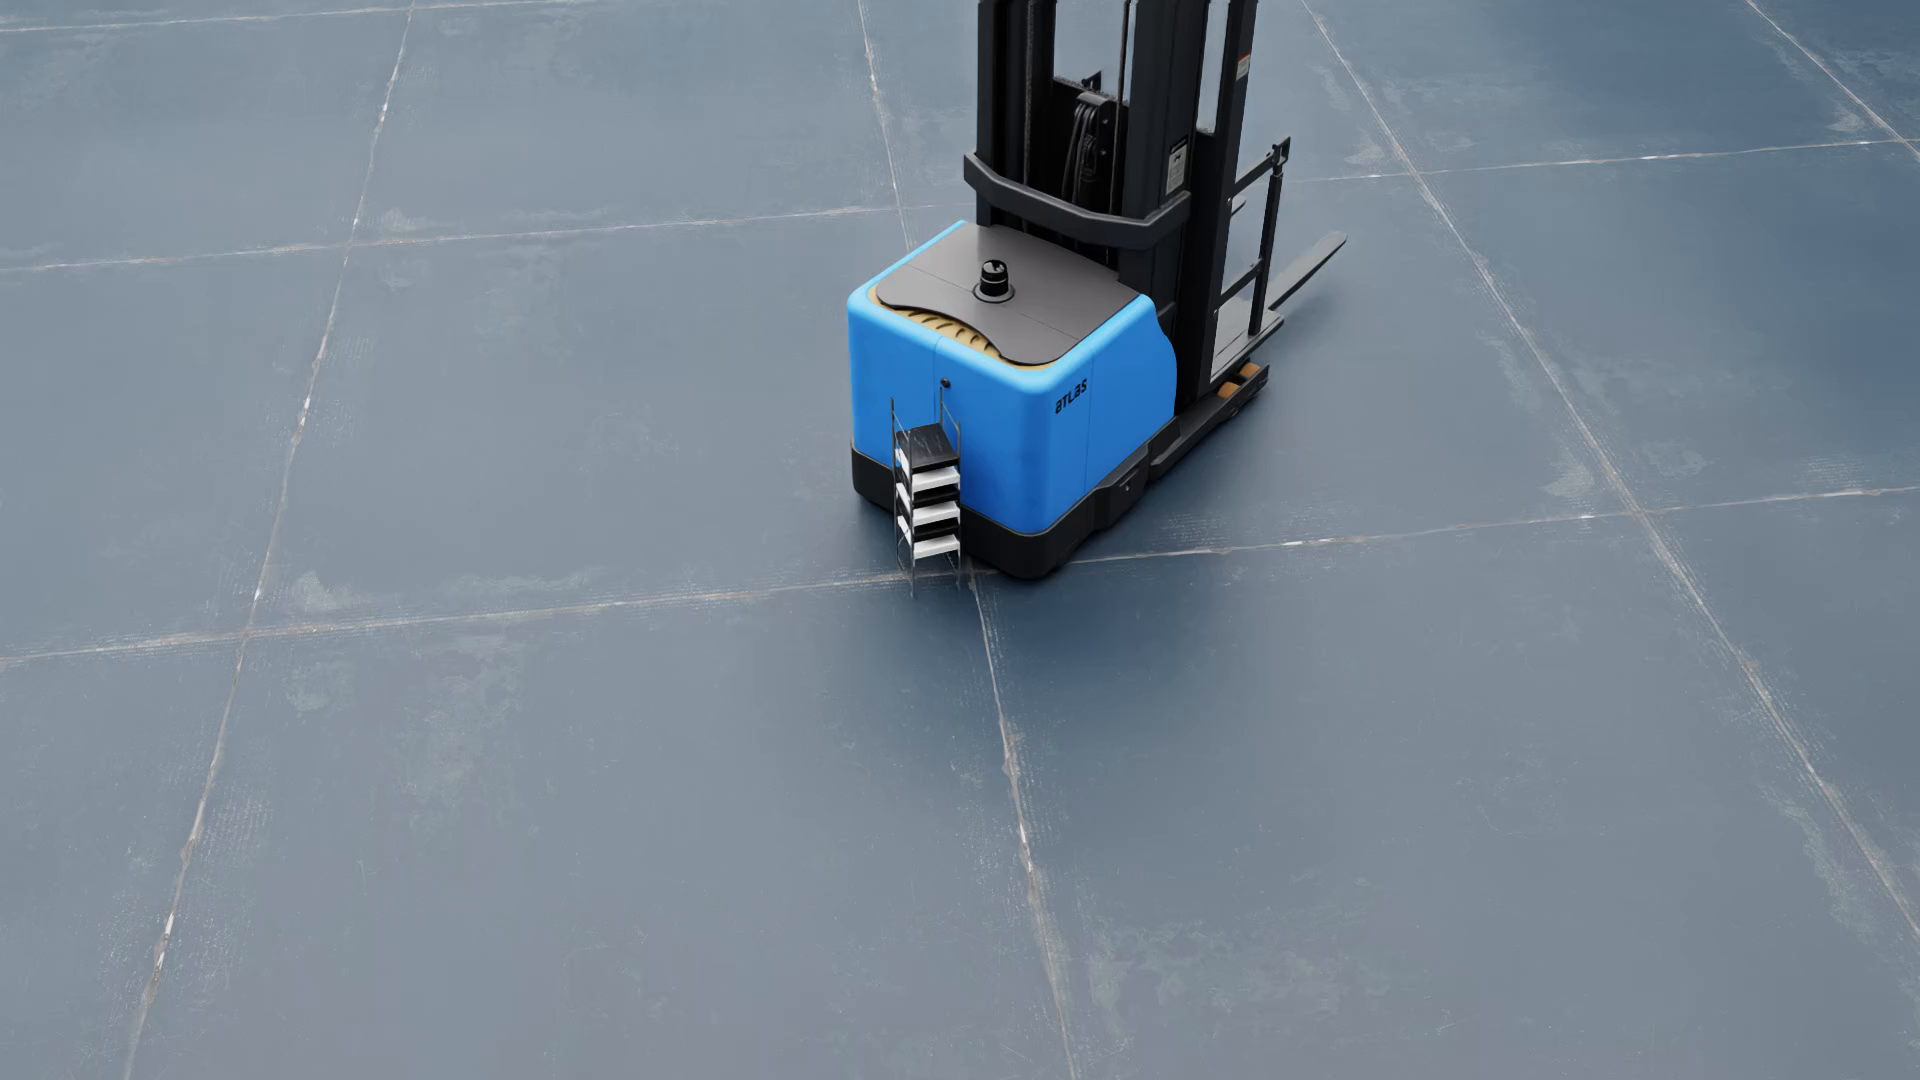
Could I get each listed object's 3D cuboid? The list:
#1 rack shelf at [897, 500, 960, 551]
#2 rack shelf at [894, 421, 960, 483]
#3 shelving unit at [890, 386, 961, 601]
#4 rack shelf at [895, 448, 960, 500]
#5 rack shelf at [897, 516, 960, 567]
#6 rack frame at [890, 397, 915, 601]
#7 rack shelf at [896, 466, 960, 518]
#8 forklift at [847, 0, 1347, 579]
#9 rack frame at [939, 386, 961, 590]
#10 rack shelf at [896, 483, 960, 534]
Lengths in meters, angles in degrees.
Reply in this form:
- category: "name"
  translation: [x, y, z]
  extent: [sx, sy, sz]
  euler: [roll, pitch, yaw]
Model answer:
- category: "rack shelf"
  translation: [-0.135, -0.084, 6.856]
  extent: [0.200, 0.077, 0.258]
  euler: [-13, 44, -14]
- category: "rack shelf"
  translation: [-0.135, -0.352, 6.615]
  extent: [0.200, 0.077, 0.258]
  euler: [-13, 44, -14]
- category: "shelving unit"
  translation: [-0.135, -0.176, 6.773]
  extent: [0.210, 0.900, 0.258]
  euler: [-13, 44, -14]
- category: "rack shelf"
  translation: [-0.135, -0.285, 6.675]
  extent: [0.200, 0.077, 0.258]
  euler: [-13, 44, -14]
- category: "rack shelf"
  translation: [-0.135, -0.017, 6.916]
  extent: [0.200, 0.077, 0.258]
  euler: [-13, 44, -14]
- category: "rack frame"
  translation: [-0.231, -0.153, 6.748]
  extent: [0.006, 0.900, 0.240]
  euler: [-13, 44, -14]
- category: "rack shelf"
  translation: [-0.135, -0.218, 6.735]
  extent: [0.200, 0.077, 0.258]
  euler: [-13, 44, -14]
- category: "forklift"
  translation: [0.827, -1.857, 7.121]
  extent: [1.130, 2.935, 3.031]
  euler: [28, 49, 27]
- category: "rack frame"
  translation: [-0.039, -0.199, 6.798]
  extent: [0.006, 0.900, 0.240]
  euler: [-13, 44, -14]
- category: "rack shelf"
  translation: [-0.135, -0.151, 6.795]
  extent: [0.200, 0.077, 0.258]
  euler: [-13, 44, -14]
